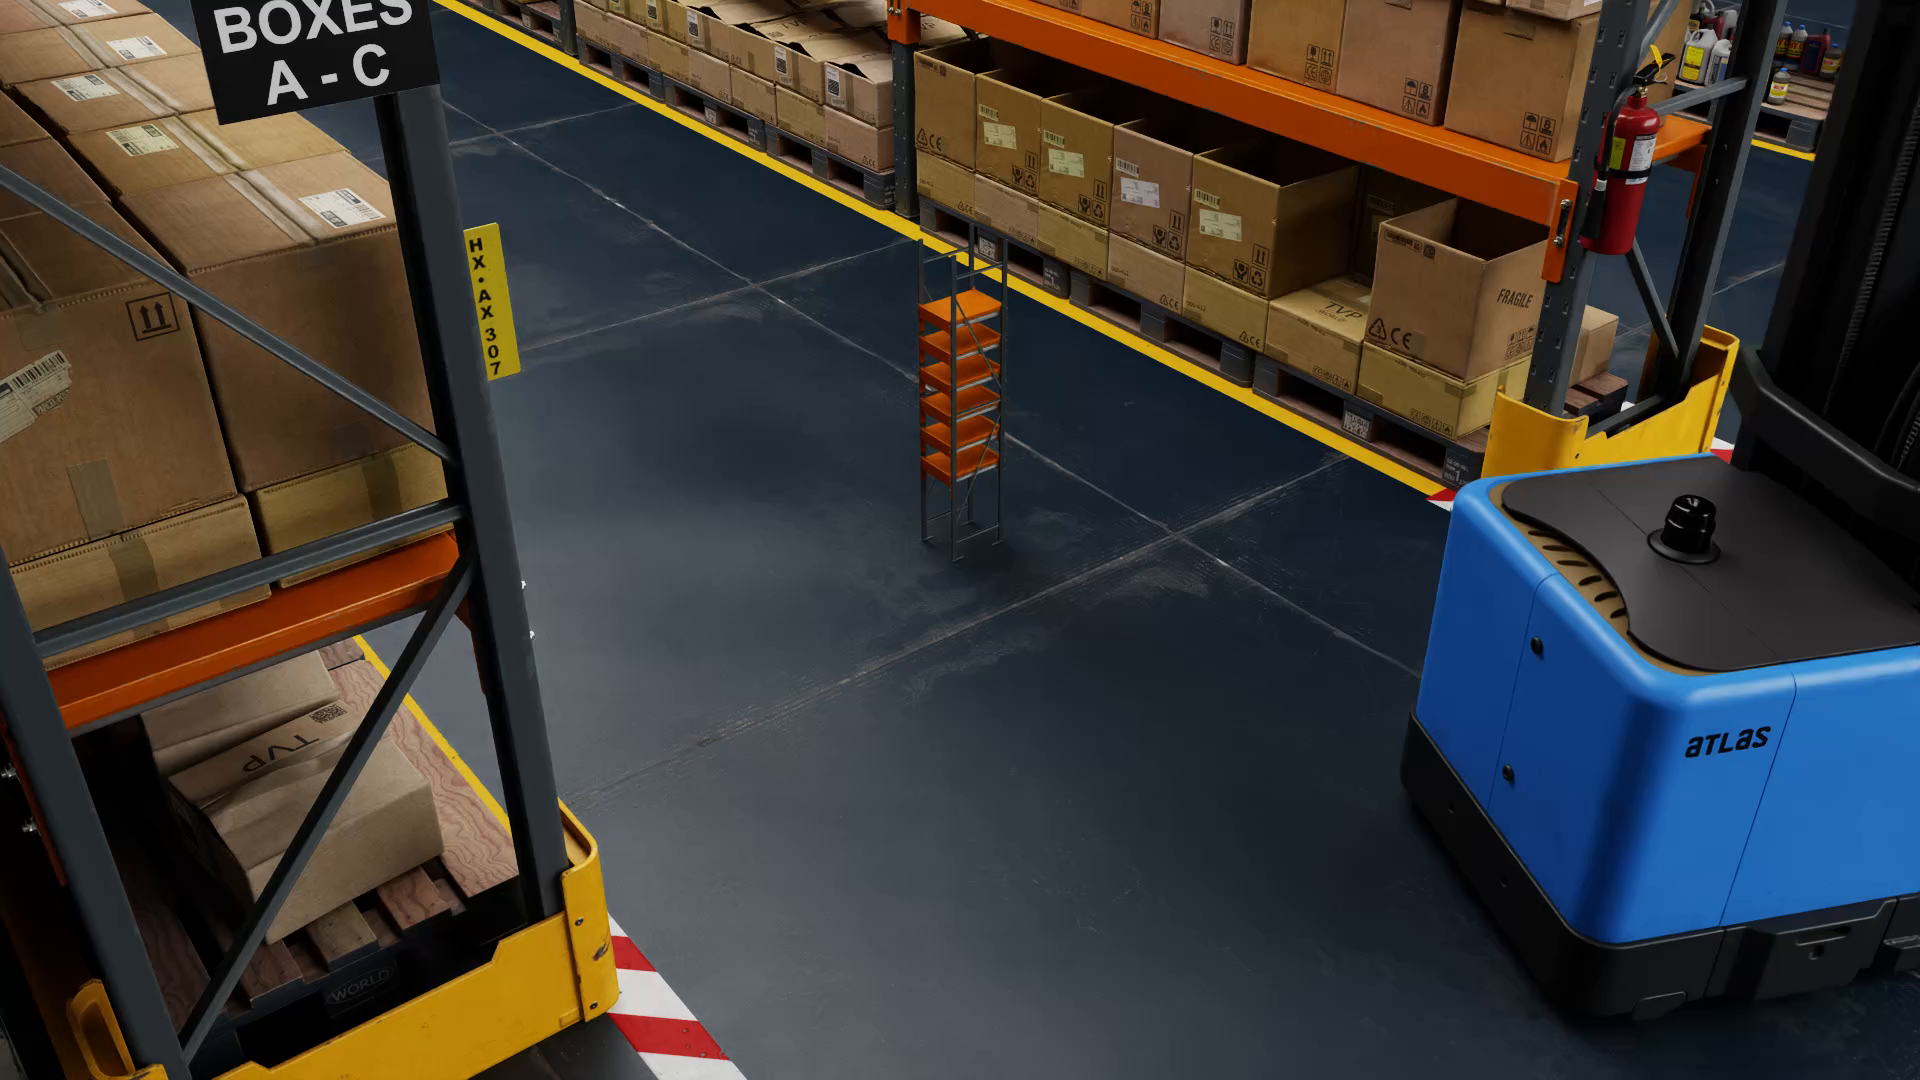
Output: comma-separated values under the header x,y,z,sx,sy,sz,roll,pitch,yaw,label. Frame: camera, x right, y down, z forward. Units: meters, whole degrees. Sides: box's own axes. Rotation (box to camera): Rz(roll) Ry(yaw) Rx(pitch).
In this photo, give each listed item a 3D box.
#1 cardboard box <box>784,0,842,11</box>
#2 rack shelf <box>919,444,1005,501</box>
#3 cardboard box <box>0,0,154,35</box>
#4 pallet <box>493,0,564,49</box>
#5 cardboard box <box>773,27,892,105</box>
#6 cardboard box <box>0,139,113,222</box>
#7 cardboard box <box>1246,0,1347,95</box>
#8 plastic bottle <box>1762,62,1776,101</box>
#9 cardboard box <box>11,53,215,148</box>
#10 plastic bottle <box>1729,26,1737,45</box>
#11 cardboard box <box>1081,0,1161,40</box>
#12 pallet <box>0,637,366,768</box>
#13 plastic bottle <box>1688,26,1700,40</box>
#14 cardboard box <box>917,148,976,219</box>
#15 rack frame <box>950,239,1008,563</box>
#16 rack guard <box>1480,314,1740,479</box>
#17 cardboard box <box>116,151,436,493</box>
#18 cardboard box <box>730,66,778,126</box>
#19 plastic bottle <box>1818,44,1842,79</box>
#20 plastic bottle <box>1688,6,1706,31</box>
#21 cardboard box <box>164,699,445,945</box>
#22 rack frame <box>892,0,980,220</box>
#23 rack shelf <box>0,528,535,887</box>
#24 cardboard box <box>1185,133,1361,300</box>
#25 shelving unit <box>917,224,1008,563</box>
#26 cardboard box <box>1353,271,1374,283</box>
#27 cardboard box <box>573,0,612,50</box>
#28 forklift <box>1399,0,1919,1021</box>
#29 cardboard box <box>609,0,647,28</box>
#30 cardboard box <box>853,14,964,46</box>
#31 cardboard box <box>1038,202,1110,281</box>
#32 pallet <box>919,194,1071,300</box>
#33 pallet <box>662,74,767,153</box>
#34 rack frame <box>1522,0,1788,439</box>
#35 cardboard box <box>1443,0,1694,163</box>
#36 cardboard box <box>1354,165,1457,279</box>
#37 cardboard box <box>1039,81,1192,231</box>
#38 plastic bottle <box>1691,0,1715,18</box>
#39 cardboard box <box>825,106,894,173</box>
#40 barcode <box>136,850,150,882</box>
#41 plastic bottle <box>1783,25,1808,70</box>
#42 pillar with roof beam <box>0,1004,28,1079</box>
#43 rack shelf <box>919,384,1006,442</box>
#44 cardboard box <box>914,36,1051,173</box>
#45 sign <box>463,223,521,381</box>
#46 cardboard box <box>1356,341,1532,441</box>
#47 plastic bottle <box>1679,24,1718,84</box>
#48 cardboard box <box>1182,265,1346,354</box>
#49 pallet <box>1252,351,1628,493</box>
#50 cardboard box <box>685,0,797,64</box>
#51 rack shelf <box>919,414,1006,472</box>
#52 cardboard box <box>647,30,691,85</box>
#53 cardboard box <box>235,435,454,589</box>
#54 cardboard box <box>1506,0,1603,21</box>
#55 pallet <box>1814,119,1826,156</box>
x,y,z,sx,sy,sz,roll,pitch,yaw,label
-0.925,-3.343,10.466,0.500,0.311,0.500,-21,38,-30,cardboard box
0.009,-0.262,6.074,0.258,0.103,0.180,-22,38,-31,rack shelf
-2.690,-1.344,4.983,0.500,0.500,0.500,-23,39,-33,cardboard box
-2.806,-4.007,12.502,1.003,0.211,1.213,-22,38,-31,pallet
-0.724,-2.741,9.496,0.500,0.311,0.500,-21,38,-30,cardboard box
-2.140,-0.534,3.679,0.500,0.500,0.500,-22,38,-31,cardboard box
1.626,-2.202,6.857,0.700,0.500,0.500,-22,38,-31,cardboard box
4.885,-2.835,10.129,0.061,0.283,0.133,-21,38,-30,plastic bottle
-2.045,-0.916,4.295,0.500,0.500,0.500,-24,39,-33,cardboard box
5.119,-3.301,10.958,0.097,0.201,0.097,0,32,0,plastic bottle
0.985,-2.633,7.551,0.700,0.500,0.500,-22,38,-31,cardboard box
-2.643,0.365,5.463,1.003,0.211,1.213,-22,38,-31,pallet
4.636,-3.164,10.666,0.152,0.276,0.135,-22,38,-31,plastic bottle
0.120,-1.920,8.707,0.500,0.250,0.500,-22,38,-31,cardboard box
0.065,-0.466,5.862,0.240,1.200,0.006,-22,38,-31,rack frame
2.543,-0.462,6.521,1.175,0.500,0.348,-22,38,-31,rack guard
-1.438,-0.490,3.608,0.500,0.500,0.500,-22,38,-31,cardboard box
-1.031,-2.715,9.987,0.500,0.250,0.500,-21,38,-30,cardboard box
5.514,-3.033,10.526,0.097,0.201,0.097,0,32,0,plastic bottle
4.863,-3.402,11.042,0.061,0.283,0.133,-22,38,-31,plastic bottle
-1.736,0.708,4.399,0.500,0.311,0.500,-27,41,-36,cardboard box
0.075,-3.201,8.562,1.000,3.000,0.127,-22,38,-31,rack frame
-2.609,-0.458,4.826,1.077,0.370,4.000,-22,38,-31,rack shelf
1.339,-1.403,7.162,0.500,0.500,0.500,-22,38,-31,cardboard box
0.009,-0.504,5.924,0.258,1.200,0.189,-22,38,-31,shelving unit
2.065,-1.047,7.301,0.500,0.250,0.500,-22,38,-31,cardboard box
-2.288,-3.566,11.356,0.500,0.250,0.500,-22,38,-32,cardboard box
2.886,-0.416,4.142,3.031,2.935,1.130,-7,32,-11,forklift
-1.960,-3.588,10.860,0.500,0.311,0.500,-23,39,-33,cardboard box
-0.284,-2.913,9.774,0.500,0.311,0.500,-23,38,-32,cardboard box
0.725,-1.500,8.031,0.500,0.250,0.500,-22,38,-31,cardboard box
0.530,-1.672,8.742,1.003,0.211,1.213,-22,38,-31,pallet
-1.160,-2.820,10.591,1.003,0.211,1.213,-22,38,-31,pallet
2.528,-1.534,5.877,1.000,3.000,0.127,-22,38,-31,rack frame
2.252,-1.776,6.171,0.700,0.500,0.500,-22,38,-31,cardboard box
2.067,-1.366,7.104,0.500,0.500,0.500,-22,38,-31,cardboard box
0.726,-1.819,7.833,0.500,0.500,0.500,-22,38,-31,cardboard box
4.929,-3.474,11.095,0.144,0.351,0.185,-23,38,-32,plastic bottle
-0.408,-2.291,9.303,0.500,0.250,0.500,-23,38,-32,cardboard box
-2.063,0.826,4.200,0.001,0.075,0.075,-22,38,-31,barcode
5.367,-3.163,10.668,0.097,0.271,0.097,0,32,0,plastic bottle
0.905,-3.883,3.973,9.100,9.000,0.400,-22,38,-31,pillar with roof beam
0.009,-0.466,5.947,0.258,0.103,0.180,-22,38,-31,rack shelf
0.112,-2.236,8.504,0.500,0.500,0.500,-22,38,-31,cardboard box
-0.954,-0.473,3.349,0.100,0.325,0.005,-22,38,-31,sign
1.966,-0.673,6.698,0.500,0.250,0.500,-22,38,-31,cardboard box
4.648,-3.060,10.428,0.144,0.351,0.185,-21,37,-29,plastic bottle
1.342,-1.085,7.362,0.500,0.250,0.500,-22,38,-31,cardboard box
2.026,-0.655,7.104,1.003,0.211,1.213,-22,38,-31,pallet
-1.333,-3.160,10.172,0.500,0.311,0.500,-23,38,-32,cardboard box
0.009,-0.364,6.010,0.258,0.103,0.180,-22,38,-31,rack shelf
-1.656,-3.142,10.673,0.500,0.250,0.500,-23,39,-33,cardboard box
-1.431,-0.181,3.822,0.500,0.250,0.500,-24,39,-33,cardboard box
2.143,-1.950,5.837,0.380,0.149,0.250,-23,39,-32,cardboard box
5.865,-2.308,9.765,1.003,0.211,1.213,-22,38,-31,pallet
